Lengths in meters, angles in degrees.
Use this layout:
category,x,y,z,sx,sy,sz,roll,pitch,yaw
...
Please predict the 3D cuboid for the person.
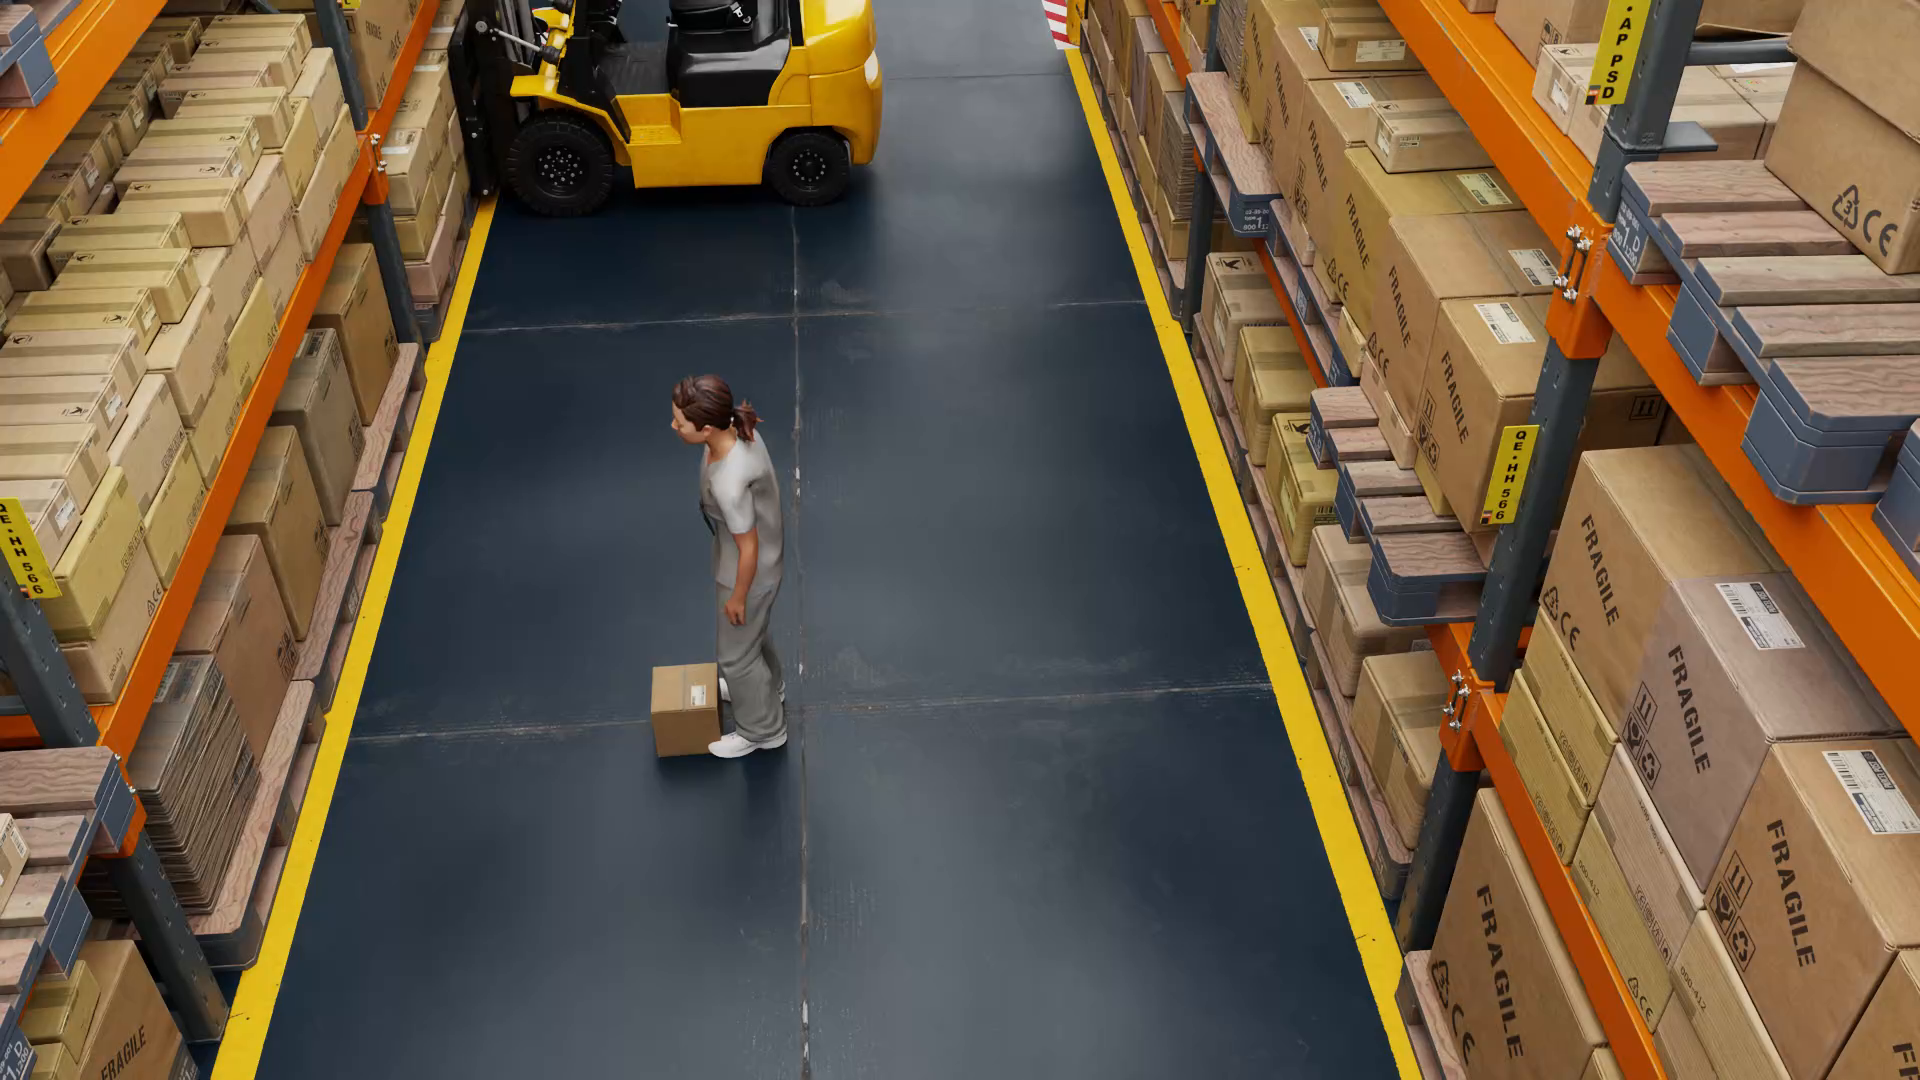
category,x,y,z,sx,sy,sz,roll,pitch,yaw
person,-0.812,0.090,6.047,0.365,1.671,0.500,-5,40,-6
